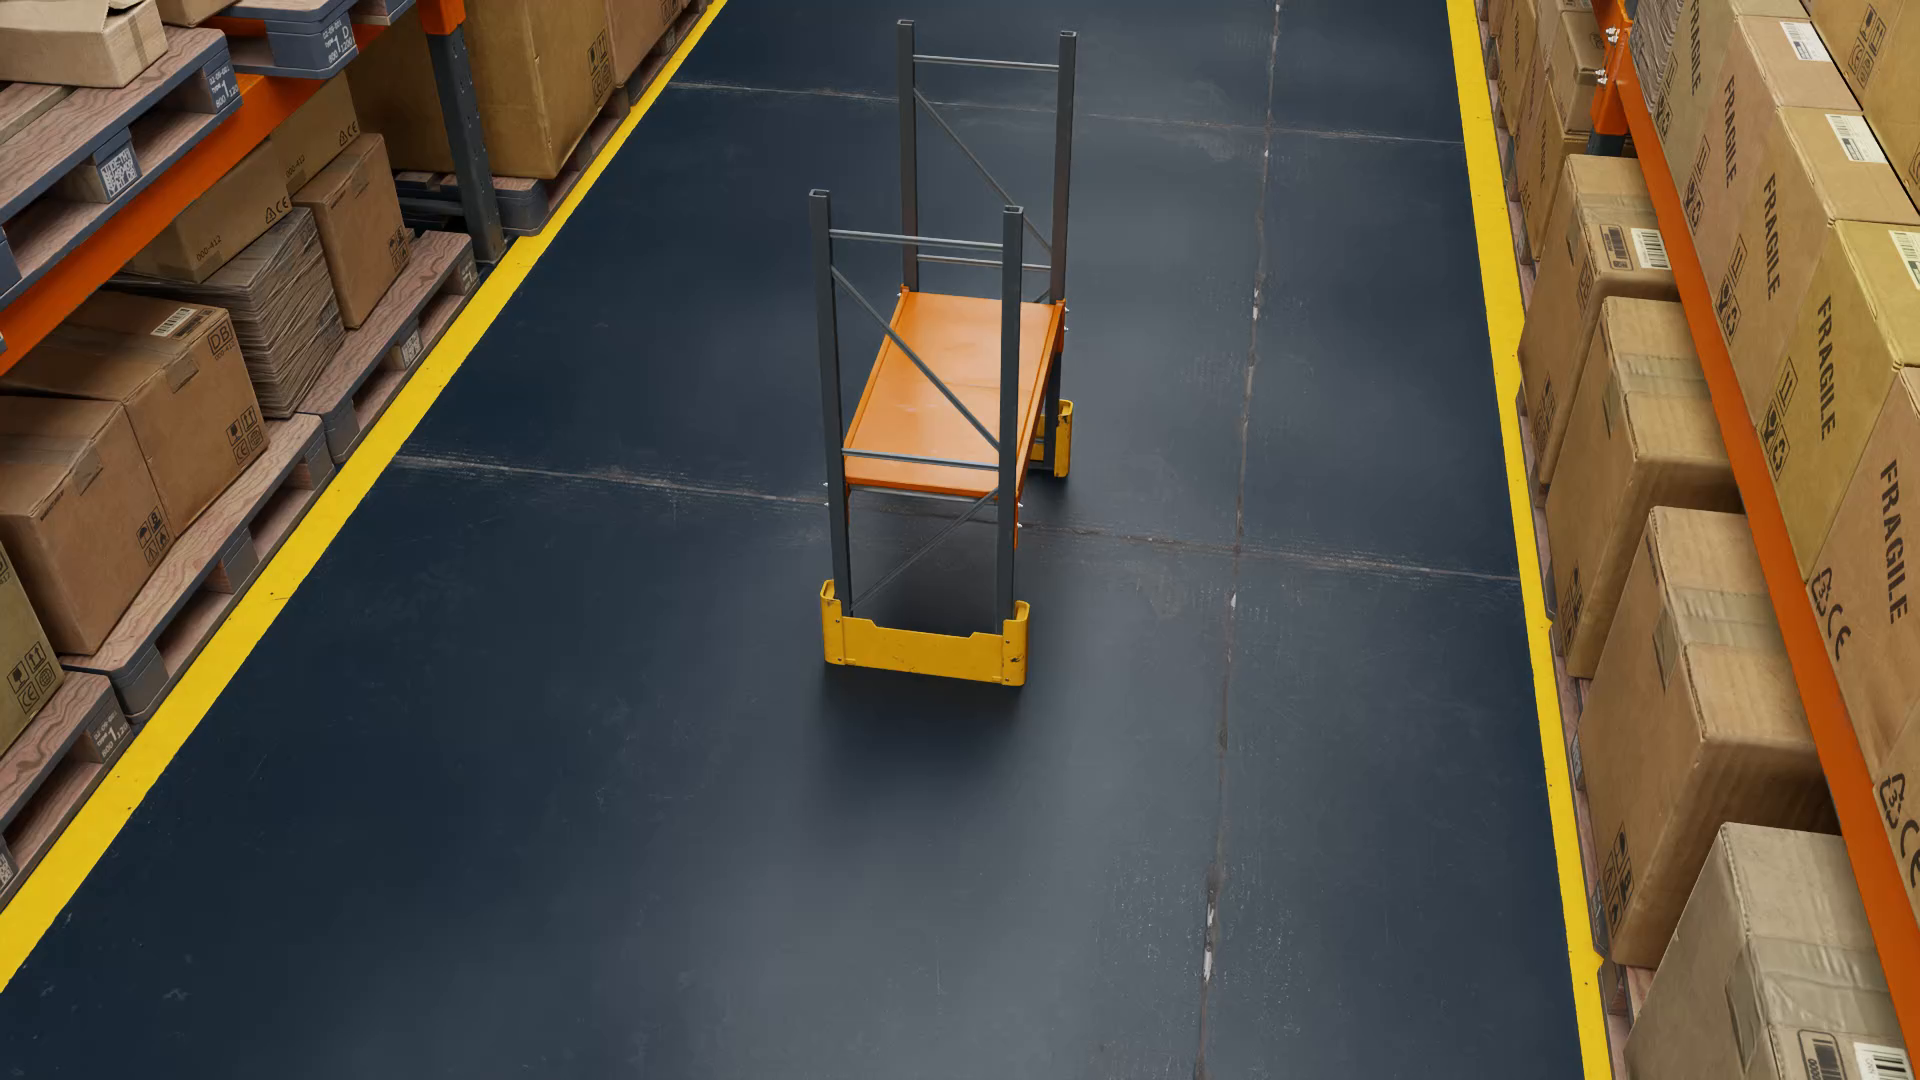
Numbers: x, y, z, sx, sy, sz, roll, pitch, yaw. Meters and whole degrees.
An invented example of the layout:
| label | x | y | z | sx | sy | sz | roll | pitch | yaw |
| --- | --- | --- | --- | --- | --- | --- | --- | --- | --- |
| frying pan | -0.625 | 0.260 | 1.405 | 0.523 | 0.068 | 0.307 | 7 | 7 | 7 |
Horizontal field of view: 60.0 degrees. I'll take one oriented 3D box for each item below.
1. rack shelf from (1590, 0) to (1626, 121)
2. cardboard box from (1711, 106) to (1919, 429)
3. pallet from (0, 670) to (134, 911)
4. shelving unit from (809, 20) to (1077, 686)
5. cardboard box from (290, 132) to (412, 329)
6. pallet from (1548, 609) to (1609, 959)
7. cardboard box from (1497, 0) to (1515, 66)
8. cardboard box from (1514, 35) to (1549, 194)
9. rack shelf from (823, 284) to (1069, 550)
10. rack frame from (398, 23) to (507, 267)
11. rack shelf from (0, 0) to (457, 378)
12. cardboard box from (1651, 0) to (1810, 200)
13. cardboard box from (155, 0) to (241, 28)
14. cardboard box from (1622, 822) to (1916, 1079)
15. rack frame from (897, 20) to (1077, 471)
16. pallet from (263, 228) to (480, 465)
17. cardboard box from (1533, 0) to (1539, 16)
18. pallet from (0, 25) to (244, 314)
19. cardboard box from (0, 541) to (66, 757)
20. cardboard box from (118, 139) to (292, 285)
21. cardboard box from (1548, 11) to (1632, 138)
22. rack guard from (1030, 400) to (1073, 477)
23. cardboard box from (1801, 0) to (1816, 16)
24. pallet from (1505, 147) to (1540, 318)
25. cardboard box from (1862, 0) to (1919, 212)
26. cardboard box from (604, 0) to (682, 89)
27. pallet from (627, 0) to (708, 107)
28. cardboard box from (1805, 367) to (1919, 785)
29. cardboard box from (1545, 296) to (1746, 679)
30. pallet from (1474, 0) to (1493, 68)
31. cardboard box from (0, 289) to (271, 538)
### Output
| label | x | y | z | sx | sy | sz | roll | pitch | yaw |
| --- | --- | --- | --- | --- | --- | --- | --- | --- | --- |
| rack shelf | 2.901 | -2.694 | 6.719 | 1.077 | 0.370 | 4.000 | 6 | 40 | 8 |
| cardboard box | 1.950 | -0.554 | 3.488 | 0.500 | 0.500 | 0.500 | 6 | 40 | 7 |
| pallet | -2.871 | 0.770 | 4.153 | 1.003 | 0.211 | 1.213 | 6 | 40 | 8 |
| shelving unit | -0.013 | -0.530 | 4.714 | 0.587 | 1.500 | 1.083 | 6 | 40 | 8 |
| cardboard box | -2.409 | -1.110 | 5.854 | 0.700 | 0.500 | 0.500 | 4 | 40 | 5 |
| pallet | 2.131 | 0.609 | 4.348 | 1.003 | 0.211 | 1.213 | 6 | 40 | 8 |
| cardboard box | 2.691 | -2.328 | 7.343 | 0.500 | 0.500 | 0.500 | 7 | 40 | 8 |
| cardboard box | 2.505 | -1.682 | 6.562 | 0.500 | 0.500 | 0.500 | 8 | 40 | 9 |
| rack shelf | -0.015 | -0.386 | 4.822 | 0.538 | 0.185 | 1.000 | 6 | 40 | 8 |
| rack frame | -2.313 | -2.326 | 5.709 | 1.000 | 3.000 | 0.127 | 6 | 40 | 8 |
| rack shelf | -2.659 | -0.794 | 4.420 | 1.077 | 0.370 | 4.000 | 6 | 40 | 8 |
| cardboard box | 2.126 | -1.183 | 4.248 | 0.500 | 0.500 | 0.500 | 6 | 40 | 7 |
| cardboard box | -2.365 | -1.822 | 4.691 | 0.700 | 0.500 | 0.500 | 12 | 41 | 14 |
| cardboard box | 1.882 | 1.100 | 3.001 | 1.050 | 0.750 | 0.750 | 6 | 40 | 7 |
| rack frame | 0.073 | -0.844 | 5.093 | 0.500 | 1.500 | 0.032 | 6 | 40 | 8 |
| pallet | -2.449 | -0.761 | 6.005 | 1.003 | 0.211 | 1.213 | 6 | 40 | 8 |
| cardboard box | 2.595 | -2.297 | 6.718 | 0.500 | 0.250 | 0.500 | 7 | 40 | 9 |
| pallet | -2.615 | -1.005 | 4.262 | 1.003 | 0.211 | 1.213 | 6 | 40 | 8 |
| cardboard box | -2.776 | 0.298 | 4.152 | 0.700 | 0.500 | 0.500 | 6 | 40 | 7 |
| cardboard box | -2.481 | -1.063 | 5.210 | 0.500 | 0.250 | 0.500 | 11 | 41 | 13 |
| cardboard box | 2.415 | -1.661 | 5.949 | 0.500 | 0.250 | 0.500 | 6 | 40 | 7 |
| rack guard | 0.073 | -0.361 | 5.491 | 0.587 | 0.250 | 0.087 | 6 | 40 | 8 |
| cardboard box | 2.381 | -1.541 | 3.897 | 0.700 | 0.500 | 0.500 | 6 | 40 | 7 |
| pallet | 2.692 | -1.131 | 6.453 | 1.003 | 0.211 | 1.213 | 6 | 40 | 8 |
| cardboard box | 2.207 | -0.898 | 3.119 | 0.700 | 0.500 | 0.500 | 6 | 40 | 7 |
| cardboard box | -2.011 | -2.658 | 7.449 | 1.225 | 0.875 | 0.875 | 7 | 40 | 8 |
| pallet | -1.888 | -2.501 | 8.110 | 1.003 | 0.211 | 1.213 | 6 | 40 | 8 |
| cardboard box | 1.777 | 0.082 | 2.718 | 0.500 | 0.500 | 0.500 | 6 | 40 | 7 |
| cardboard box | 2.213 | -0.089 | 4.440 | 1.050 | 0.750 | 0.750 | 7 | 40 | 8 |
| pallet | 3.114 | -2.663 | 8.305 | 1.003 | 0.211 | 1.213 | 6 | 40 | 8 |
| cardboard box | -2.583 | -0.404 | 5.000 | 0.700 | 0.500 | 0.500 | 10 | 41 | 11 |
